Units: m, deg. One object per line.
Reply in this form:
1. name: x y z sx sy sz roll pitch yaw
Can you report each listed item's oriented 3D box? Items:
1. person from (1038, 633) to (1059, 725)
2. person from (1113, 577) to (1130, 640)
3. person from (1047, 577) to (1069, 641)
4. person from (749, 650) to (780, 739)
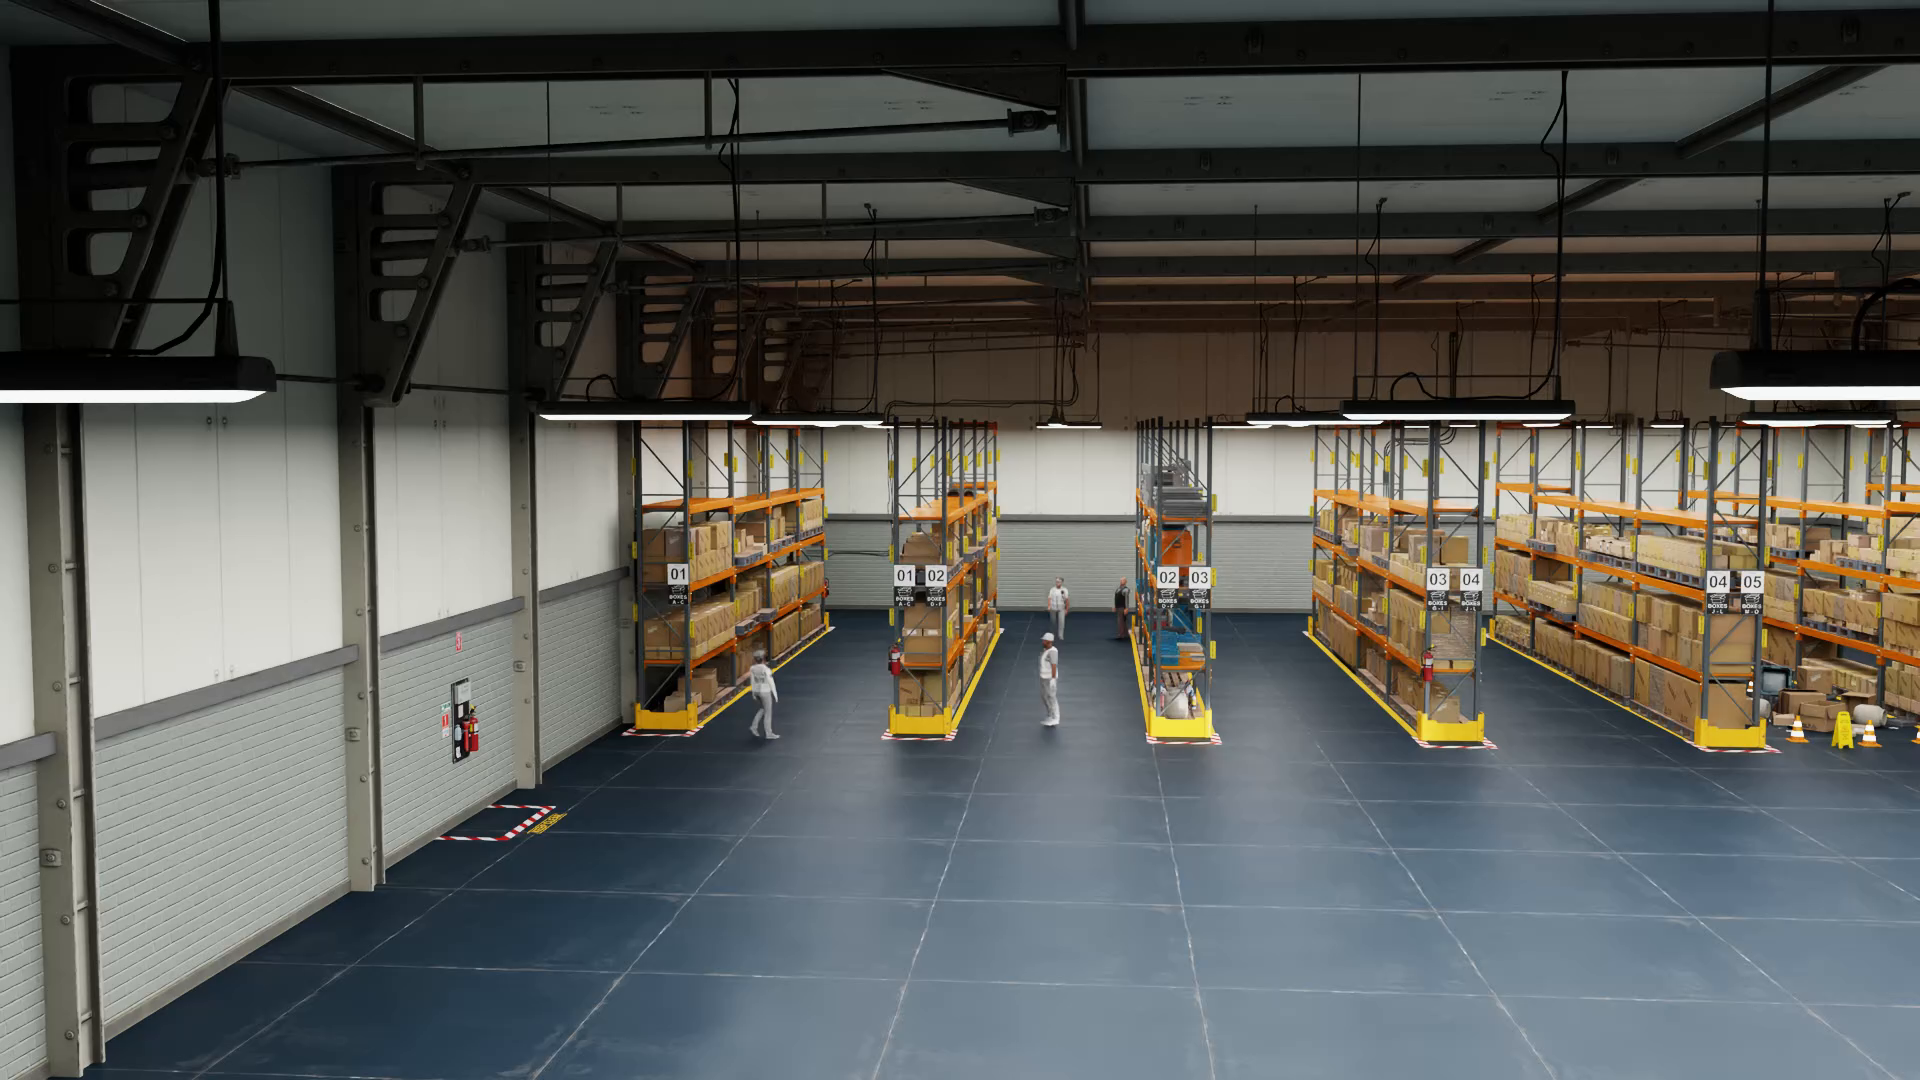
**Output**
1. person: 1.723 2.717 32.411 0.369 1.820 0.666 -1 4 -17
2. person: 4.433 1.888 45.745 0.466 1.720 0.541 0 4 -6
3. person: 2.694 1.878 45.649 0.616 1.738 0.999 0 4 -1
4. person: -3.671 2.872 30.967 0.535 1.672 0.557 -3 5 -42
